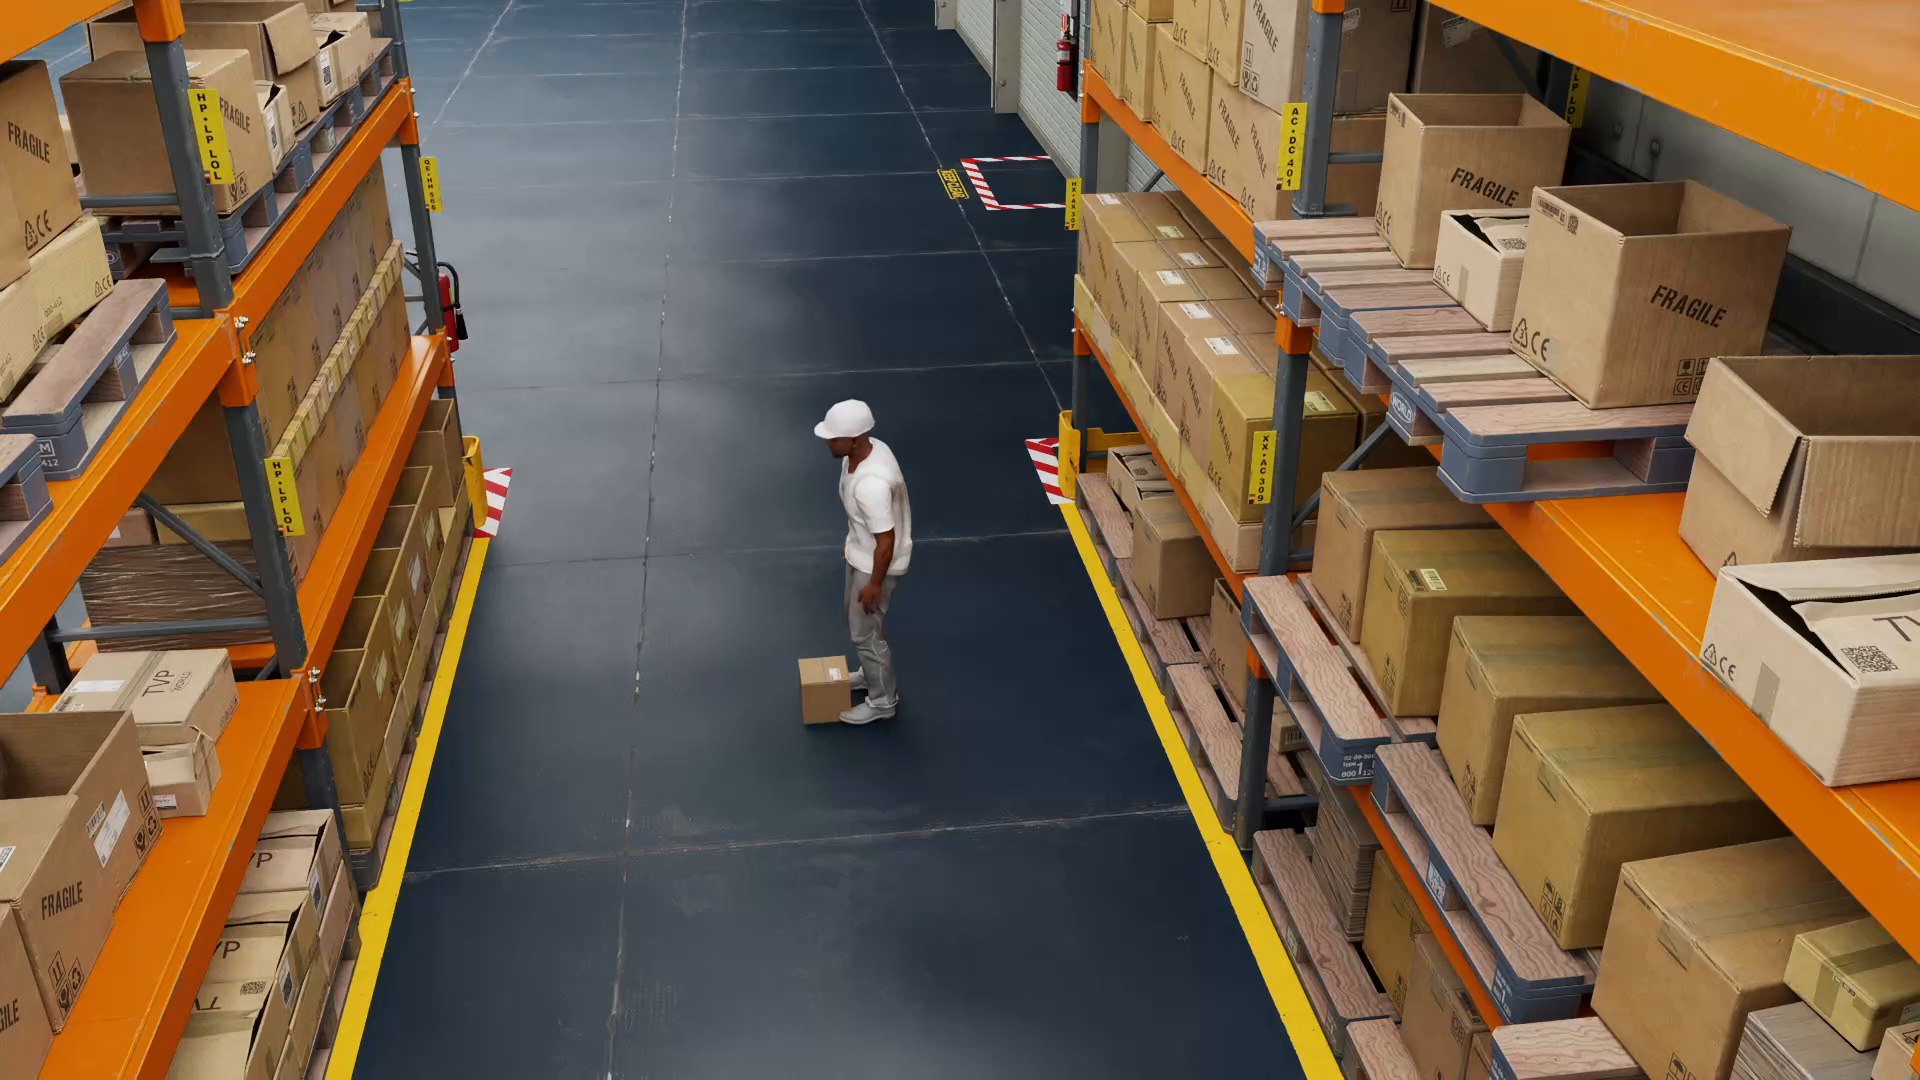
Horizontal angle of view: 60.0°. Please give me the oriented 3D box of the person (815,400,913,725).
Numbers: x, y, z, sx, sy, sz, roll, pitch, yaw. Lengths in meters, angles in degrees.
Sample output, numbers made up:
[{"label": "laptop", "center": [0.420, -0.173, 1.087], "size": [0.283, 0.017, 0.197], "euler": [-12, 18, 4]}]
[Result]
[{"label": "person", "center": [-0.479, 0.098, 8.407], "size": [0.460, 1.759, 0.629], "euler": [-5, 27, -10]}]
